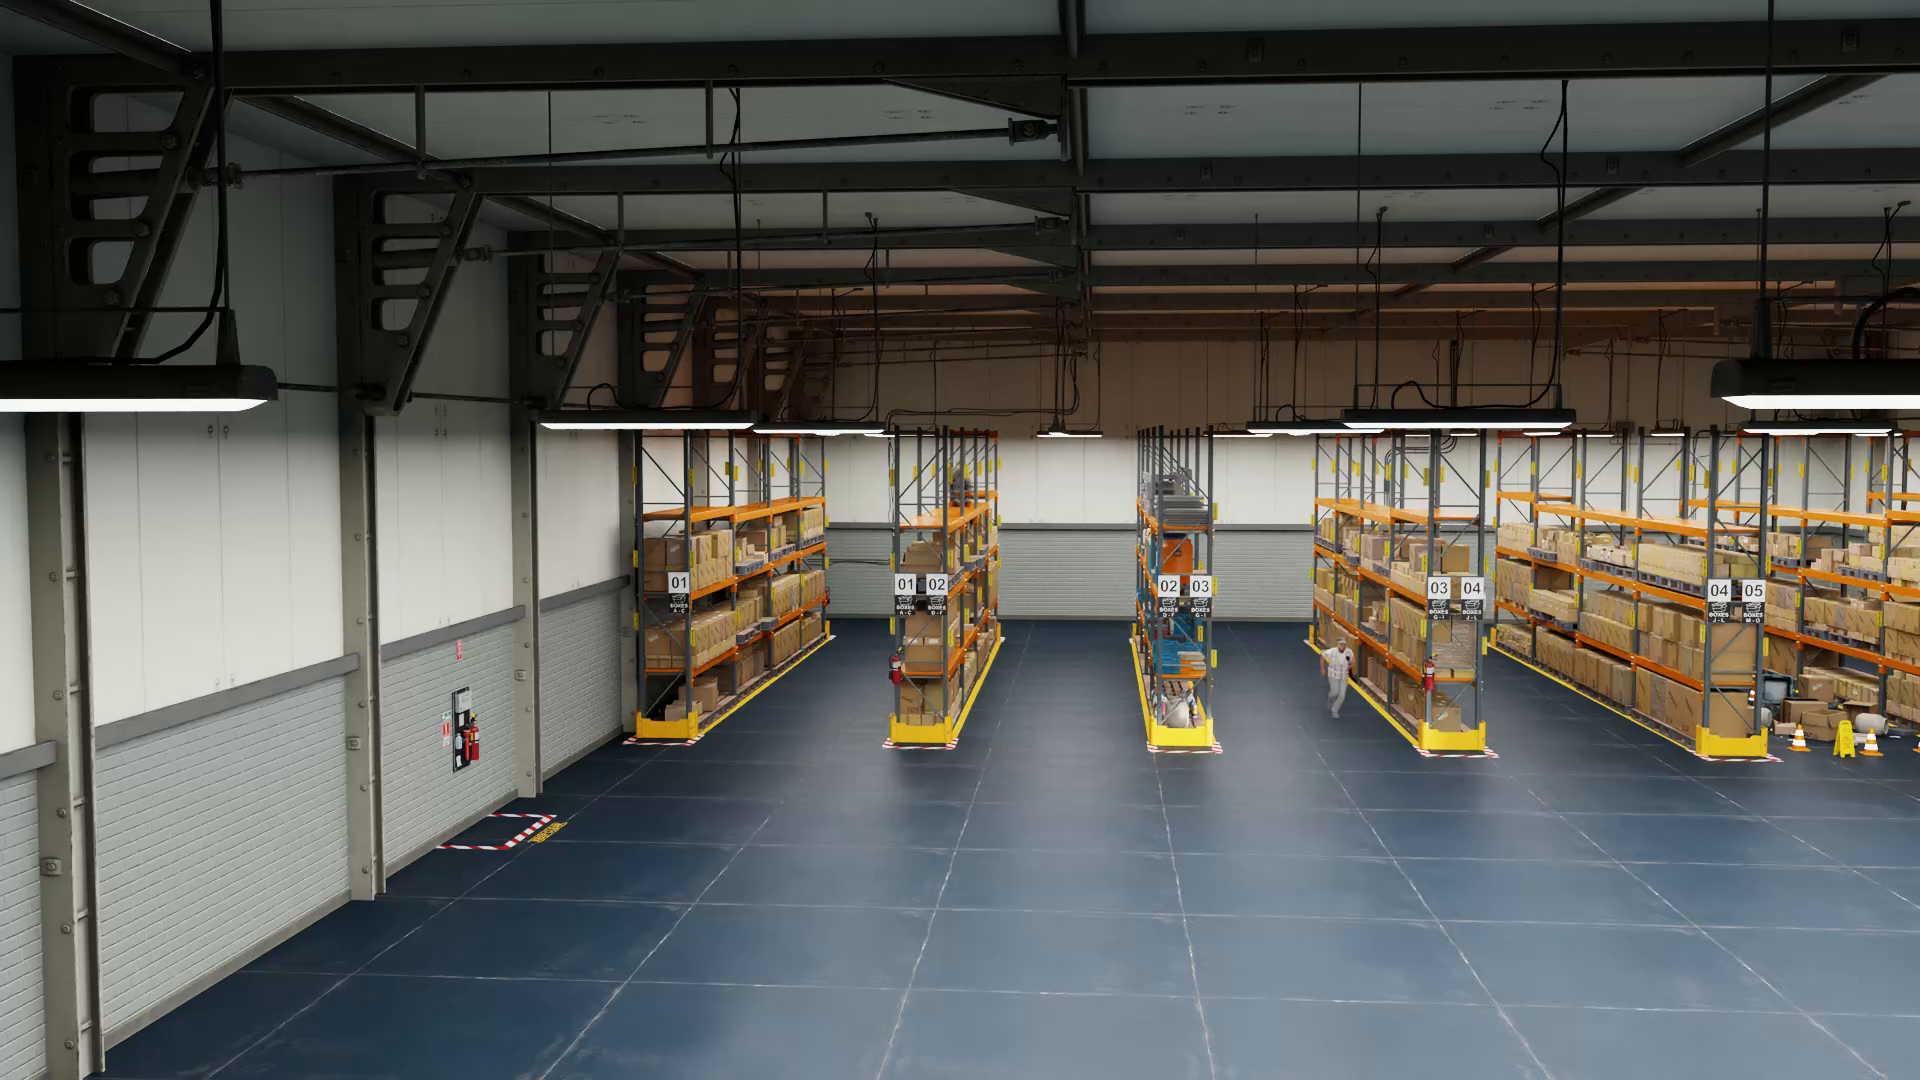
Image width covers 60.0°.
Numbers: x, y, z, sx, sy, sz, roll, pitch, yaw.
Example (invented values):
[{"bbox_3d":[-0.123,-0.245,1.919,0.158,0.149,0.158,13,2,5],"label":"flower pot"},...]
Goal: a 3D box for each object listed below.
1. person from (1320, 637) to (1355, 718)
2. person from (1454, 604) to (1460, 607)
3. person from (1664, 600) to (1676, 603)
[{"bbox_3d":[7.800,2.828,34.261,0.651,1.700,0.742,0,3,-7],"label":"person"},{"bbox_3d":[13.676,2.119,46.478,0.643,1.619,0.515,3,5,44],"label":"person"},{"bbox_3d":[20.424,2.003,47.326,0.810,1.771,0.657,0,3,-7],"label":"person"}]
